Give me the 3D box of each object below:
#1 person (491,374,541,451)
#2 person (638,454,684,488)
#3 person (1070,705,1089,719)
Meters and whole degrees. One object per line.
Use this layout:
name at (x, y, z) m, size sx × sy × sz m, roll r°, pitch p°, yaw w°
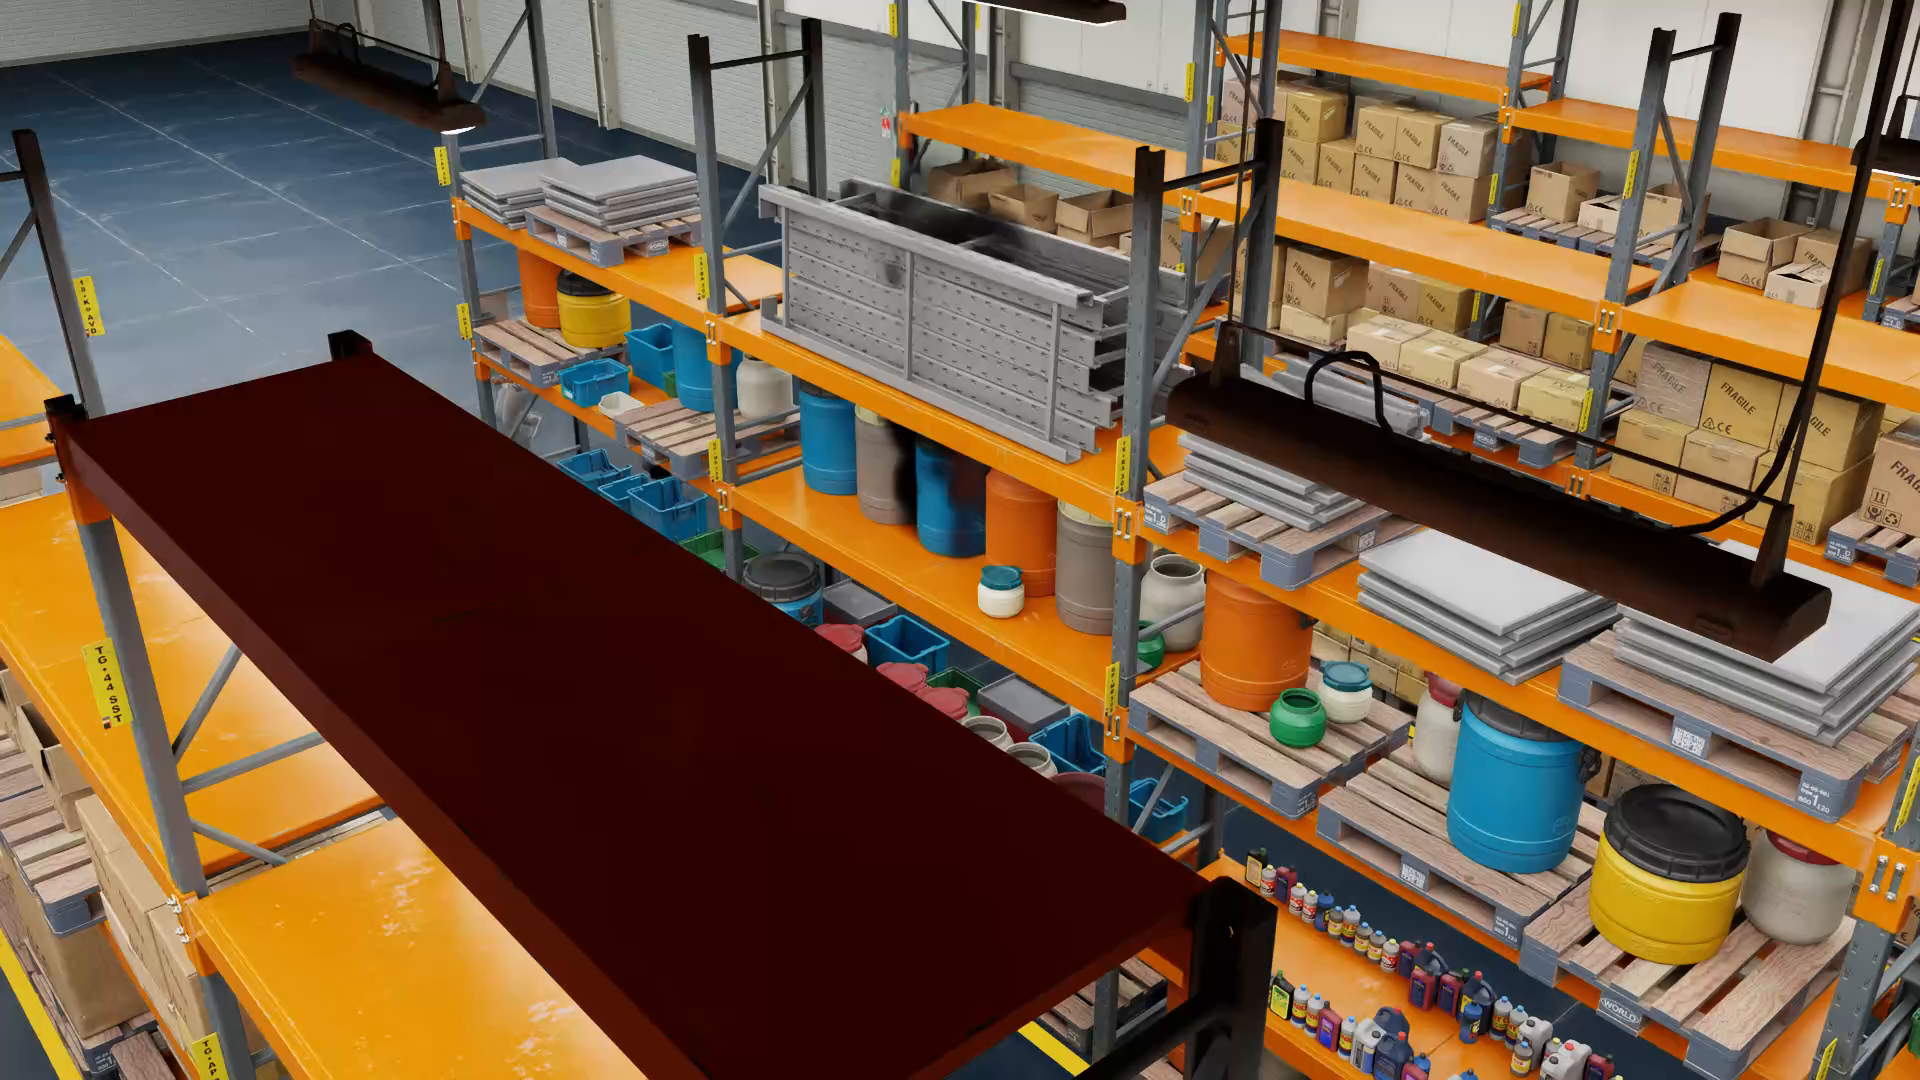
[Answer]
person at (-5.167, -1.785, 19.262) m, size 0.566 × 1.654 × 0.588 m, roll -13°, pitch 30°, yaw -24°
person at (-2.945, -0.582, 16.874) m, size 0.705 × 1.758 × 0.626 m, roll 9°, pitch 28°, yaw 18°
person at (0.846, 1.253, 13.171) m, size 0.669 × 1.737 × 0.589 m, roll -23°, pitch 35°, yaw -37°
